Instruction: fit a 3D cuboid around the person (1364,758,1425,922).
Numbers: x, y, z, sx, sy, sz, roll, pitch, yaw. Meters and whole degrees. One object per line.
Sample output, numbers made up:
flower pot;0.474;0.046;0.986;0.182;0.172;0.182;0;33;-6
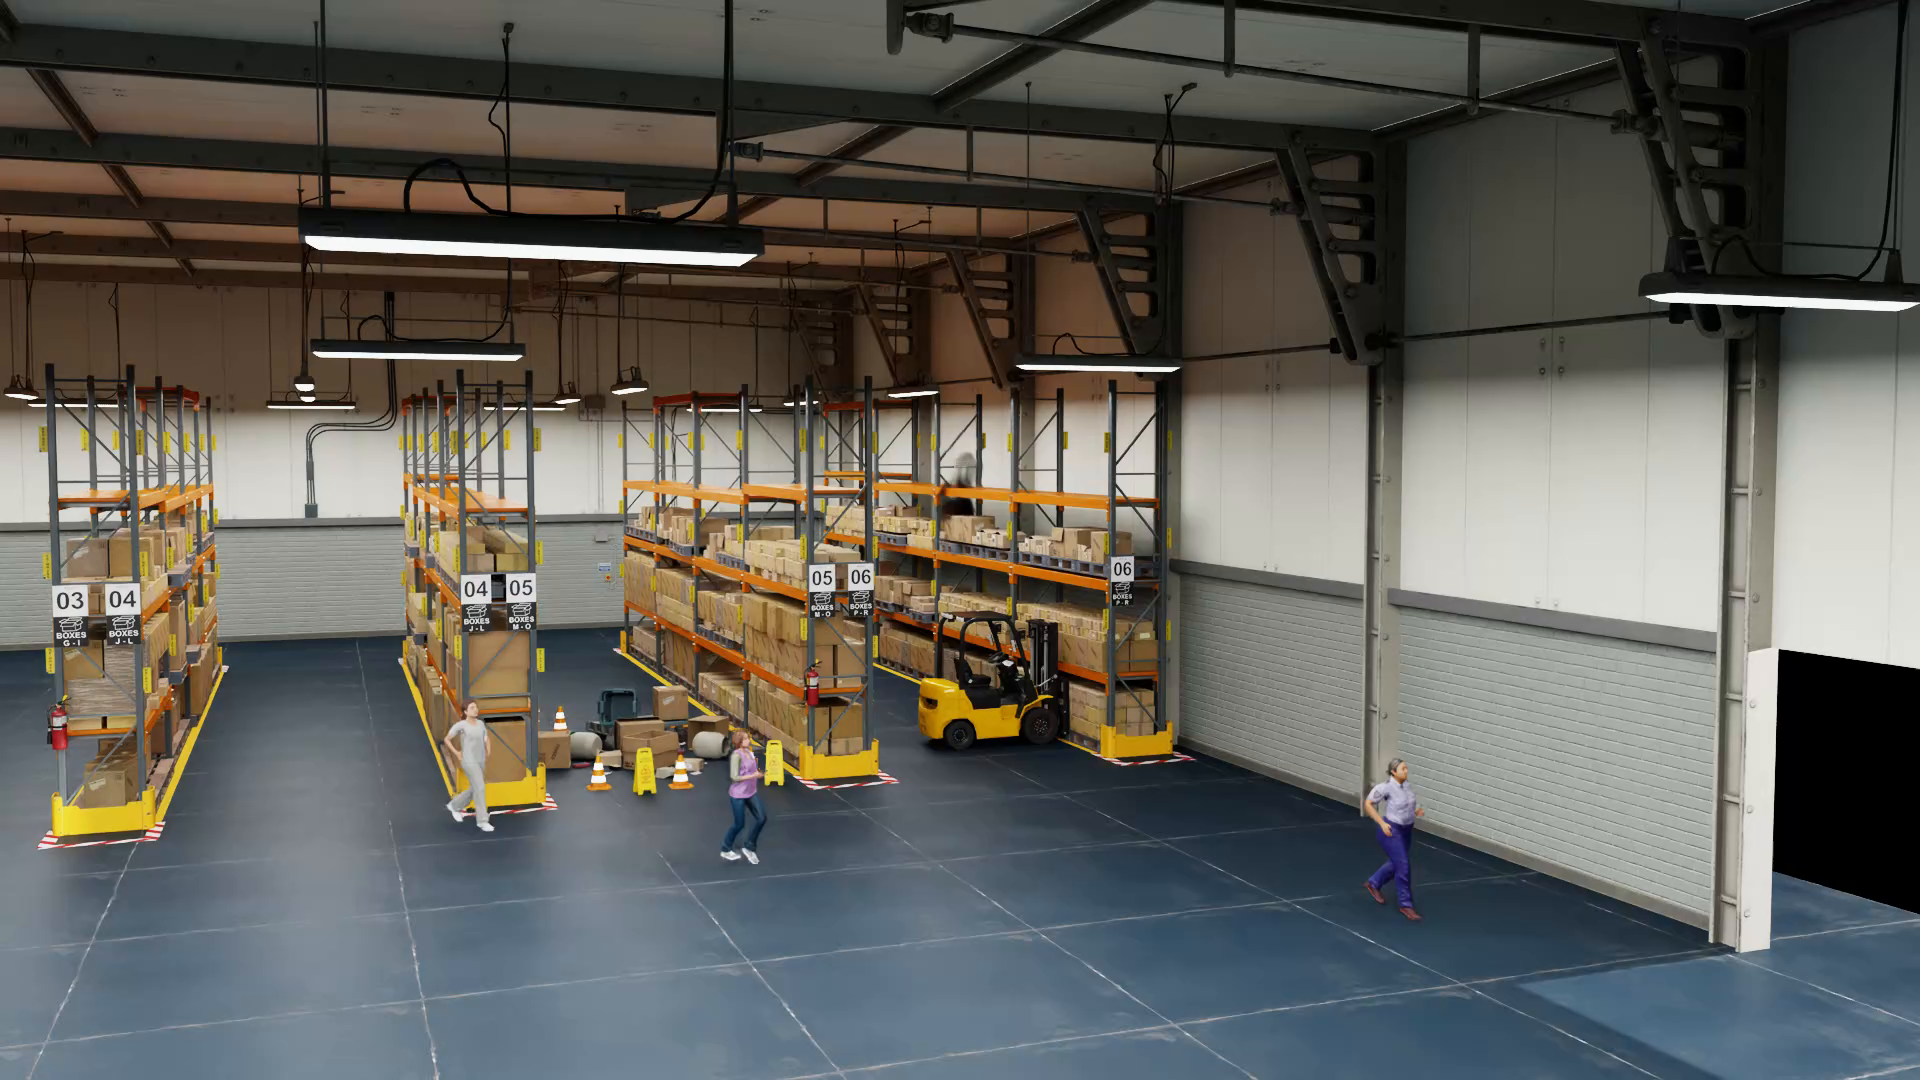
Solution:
person;4.624;3.147;17.677;0.602;1.671;0.793;-3;5;-43

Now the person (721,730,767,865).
person;-2.548;3.053;19.693;0.650;1.625;0.513;2;4;27

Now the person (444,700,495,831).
person;-6.357;2.921;21.659;0.802;1.685;0.628;2;4;24
